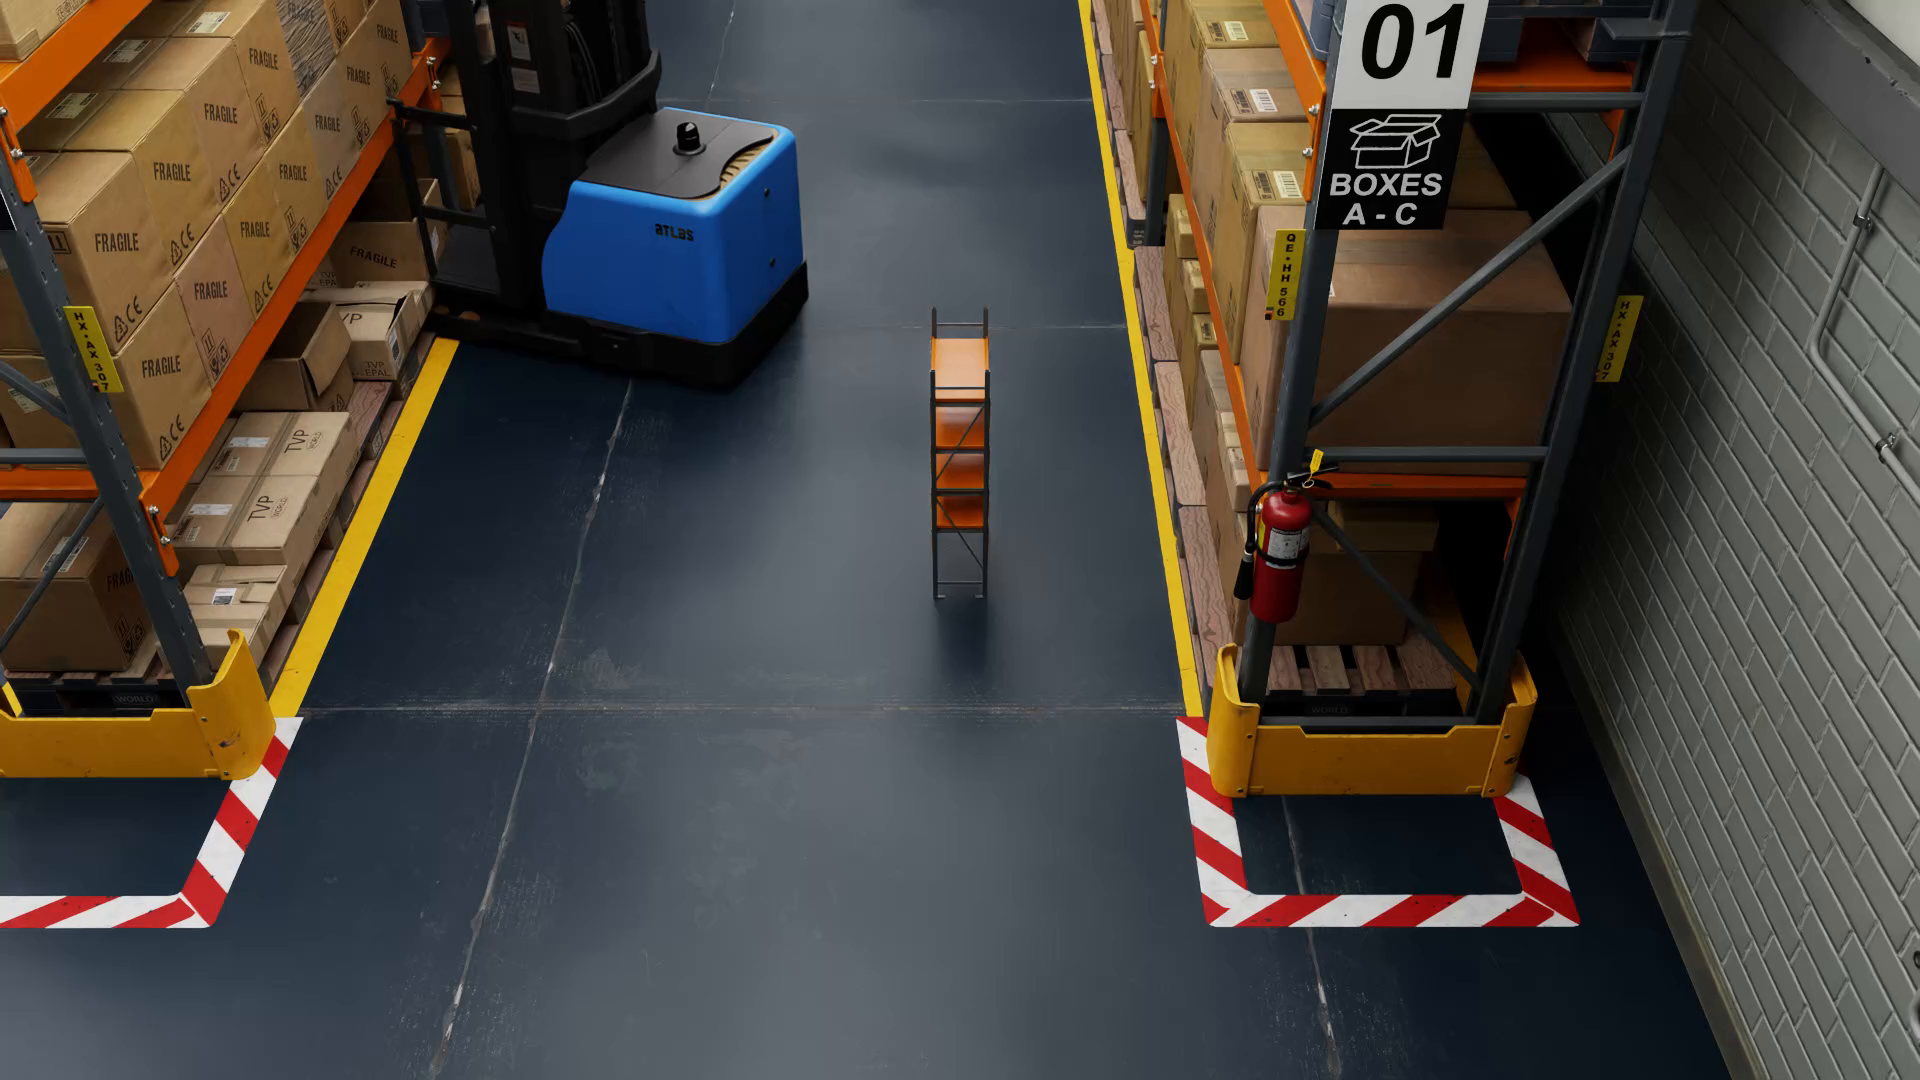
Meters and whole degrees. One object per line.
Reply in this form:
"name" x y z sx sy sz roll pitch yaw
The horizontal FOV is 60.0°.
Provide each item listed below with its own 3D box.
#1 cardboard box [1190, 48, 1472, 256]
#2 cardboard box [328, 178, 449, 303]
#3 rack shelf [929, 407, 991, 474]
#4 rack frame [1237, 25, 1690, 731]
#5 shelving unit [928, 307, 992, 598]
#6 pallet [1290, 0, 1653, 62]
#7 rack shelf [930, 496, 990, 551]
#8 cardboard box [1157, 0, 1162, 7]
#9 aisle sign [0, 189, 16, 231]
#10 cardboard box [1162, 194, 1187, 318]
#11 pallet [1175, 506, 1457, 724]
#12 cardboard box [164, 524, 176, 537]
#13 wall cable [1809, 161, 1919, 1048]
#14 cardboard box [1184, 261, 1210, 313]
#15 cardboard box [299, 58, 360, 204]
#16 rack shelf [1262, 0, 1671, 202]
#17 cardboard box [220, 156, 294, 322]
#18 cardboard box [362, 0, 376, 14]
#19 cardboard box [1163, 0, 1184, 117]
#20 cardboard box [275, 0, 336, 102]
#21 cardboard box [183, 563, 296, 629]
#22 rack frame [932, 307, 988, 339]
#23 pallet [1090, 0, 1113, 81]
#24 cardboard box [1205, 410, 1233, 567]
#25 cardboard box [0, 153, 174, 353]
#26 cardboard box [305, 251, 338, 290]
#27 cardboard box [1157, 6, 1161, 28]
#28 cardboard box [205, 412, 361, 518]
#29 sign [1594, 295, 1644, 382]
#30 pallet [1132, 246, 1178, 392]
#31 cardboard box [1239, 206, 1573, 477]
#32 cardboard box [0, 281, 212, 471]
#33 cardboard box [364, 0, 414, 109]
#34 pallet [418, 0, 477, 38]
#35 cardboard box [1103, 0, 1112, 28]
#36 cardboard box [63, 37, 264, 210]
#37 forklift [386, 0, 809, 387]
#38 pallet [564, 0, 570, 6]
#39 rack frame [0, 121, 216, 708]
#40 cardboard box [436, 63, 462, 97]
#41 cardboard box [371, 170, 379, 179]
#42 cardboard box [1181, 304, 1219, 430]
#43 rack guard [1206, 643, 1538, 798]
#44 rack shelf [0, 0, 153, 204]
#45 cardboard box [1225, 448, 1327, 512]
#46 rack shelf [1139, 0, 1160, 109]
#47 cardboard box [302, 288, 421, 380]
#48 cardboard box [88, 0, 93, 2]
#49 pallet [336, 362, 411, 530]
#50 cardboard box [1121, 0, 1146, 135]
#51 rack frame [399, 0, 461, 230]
"cardboard box" 1.564 -1.655 7.177 0.980 0.700 0.700 -2 39 -2
"cardboard box" -3.096 -1.623 9.024 0.500 0.500 0.500 0 39 0
"rack shelf" 0.000 -0.487 7.148 0.258 0.148 0.480 0 39 0
"rack frame" 1.578 -0.288 5.710 1.000 3.000 0.127 0 39 0
"shelving unit" 0.000 -0.365 7.246 0.258 1.200 0.503 0 39 0
"pallet" 1.567 -1.887 5.379 1.003 0.211 1.213 0 39 0
"rack shelf" 0.000 -0.157 7.412 0.258 0.148 0.480 0 39 0
"cardboard box" 1.321 -3.240 9.061 0.500 0.500 0.500 -1 39 -1
"aisle sign" -3.082 -1.254 4.837 0.394 0.787 0.004 0 39 0
"cardboard box" 1.472 -1.510 8.898 0.700 0.500 0.500 0 39 1
"pallet" 1.499 0.301 7.206 1.003 0.211 1.213 0 39 0
"cardboard box" -3.533 0.059 7.191 0.380 0.166 0.250 0 39 0
"wall cable" 2.526 0.116 4.394 0.084 1.984 1.851 0 39 0
"cardboard box" 1.291 -1.222 8.021 0.380 0.149 0.250 -1 39 -1
"cardboard box" -3.118 -1.866 7.600 0.500 0.500 0.500 1 39 1
"rack shelf" 1.576 -2.428 6.558 1.077 0.370 4.000 0 39 0
"cardboard box" -3.116 -1.235 6.812 0.500 0.500 0.500 0 39 0
"cardboard box" -3.120 -2.896 8.086 0.500 0.500 0.500 0 39 0
"cardboard box" 1.558 -2.567 8.314 0.980 0.700 0.700 1 39 1
"cardboard box" -3.117 -2.261 7.293 0.500 0.500 0.500 0 39 0
"cardboard box" -3.032 0.234 6.973 0.380 0.166 0.250 0 39 0
"rack frame" 0.000 -0.517 7.436 0.240 1.200 0.015 0 39 0
"pallet" 1.495 -3.709 12.210 1.003 0.211 1.213 0 39 0
"cardboard box" 1.477 -0.227 7.297 0.700 0.500 0.500 0 39 0
"cardboard box" -3.112 -0.988 5.705 0.500 0.500 0.500 1 39 1
"cardboard box" -3.596 -1.643 9.200 0.500 0.311 0.500 0 39 0
"cardboard box" 1.290 -2.910 9.167 0.380 0.149 0.250 0 39 0
"cardboard box" -3.093 -0.346 7.630 0.500 0.250 0.500 0 39 0
"sign" 2.133 -0.653 5.410 0.100 0.325 0.005 0 39 0
"pallet" 1.496 -1.225 9.110 1.003 0.211 1.213 0 39 0
"cardboard box" 1.568 -0.723 6.014 0.980 0.700 0.700 2 39 2
"cardboard box" -3.112 -0.598 6.018 0.500 0.500 0.500 1 39 1
"cardboard box" -3.123 -2.510 8.403 0.500 0.500 0.500 1 39 1
"pallet" -3.272 -3.208 9.508 1.003 0.211 1.213 0 39 0
"cardboard box" 1.439 -4.155 11.920 0.750 0.750 0.750 -1 39 -1
"cardboard box" -3.116 -1.628 6.504 0.500 0.500 0.500 0 39 1
"forklift" -2.422 -2.519 8.550 3.031 2.935 1.130 13 41 16
"pallet" -3.421 -3.729 12.235 1.003 0.211 1.213 0 39 0
"rack frame" -3.375 -0.282 5.703 1.000 3.000 0.127 0 39 0
"cardboard box" -3.149 -2.615 10.262 0.500 0.500 0.500 0 39 1
"cardboard box" -3.667 -2.288 9.853 0.500 0.500 0.500 0 39 0
"cardboard box" 1.468 -0.874 8.106 0.700 0.500 0.500 1 39 1
"rack guard" 1.578 0.703 6.473 1.175 0.500 0.348 0 39 0
"rack shelf" -3.378 -2.422 6.550 1.077 0.370 4.000 0 39 0
"cardboard box" 1.295 -0.247 6.804 0.380 0.149 0.250 0 39 -1
"rack shelf" 1.571 -3.759 10.617 1.077 0.370 4.000 0 39 0
"cardboard box" -3.095 -1.080 8.498 0.500 0.311 0.500 0 39 0
"cardboard box" -3.109 -2.028 5.603 0.500 0.250 0.500 0 39 0
"pallet" -3.376 -0.500 8.206 1.003 0.211 1.213 0 39 0
"cardboard box" 1.439 -3.076 10.573 0.750 0.750 0.750 1 39 1
"rack frame" -3.380 -2.783 8.824 1.000 3.000 0.127 0 39 0
